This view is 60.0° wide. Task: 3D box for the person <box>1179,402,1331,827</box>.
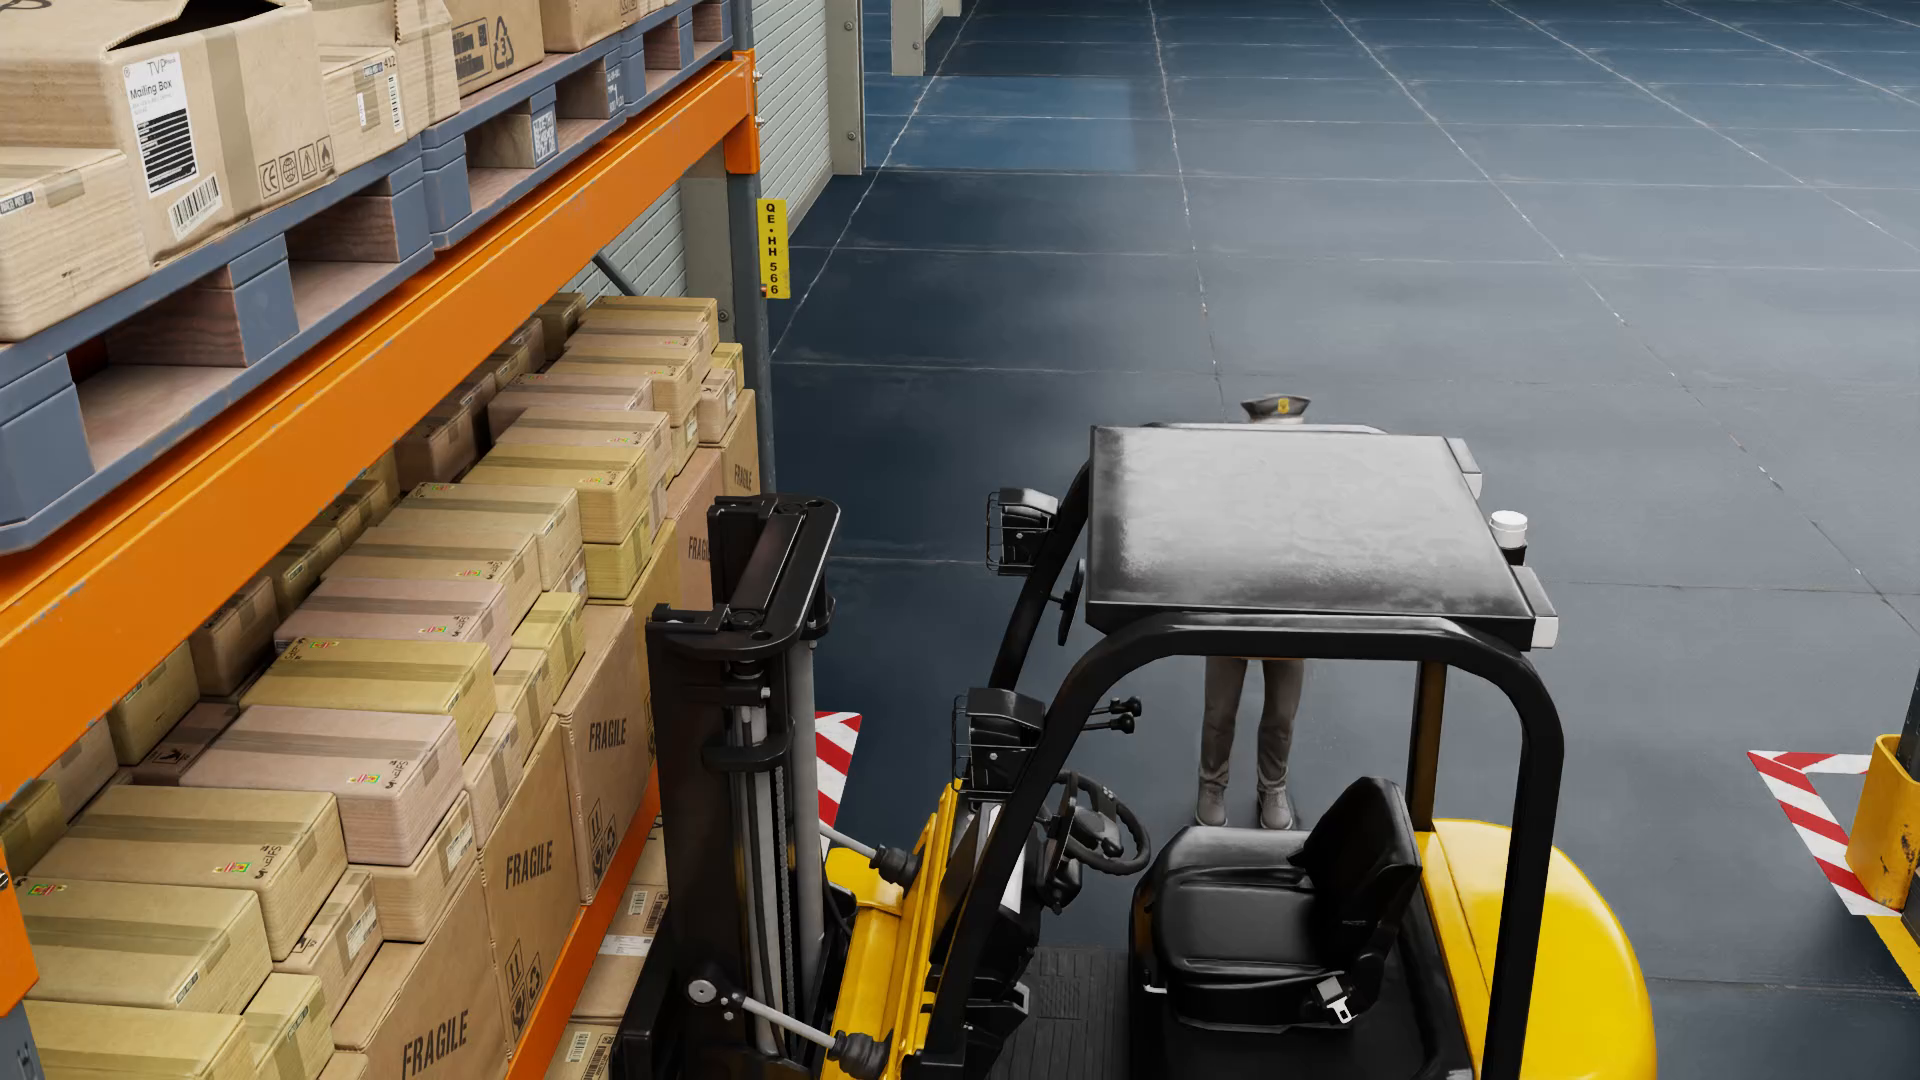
[{"bbox_3d":[1.099,0.276,6.002,0.539,1.661,0.374,1,25,2],"label":"person"}]
